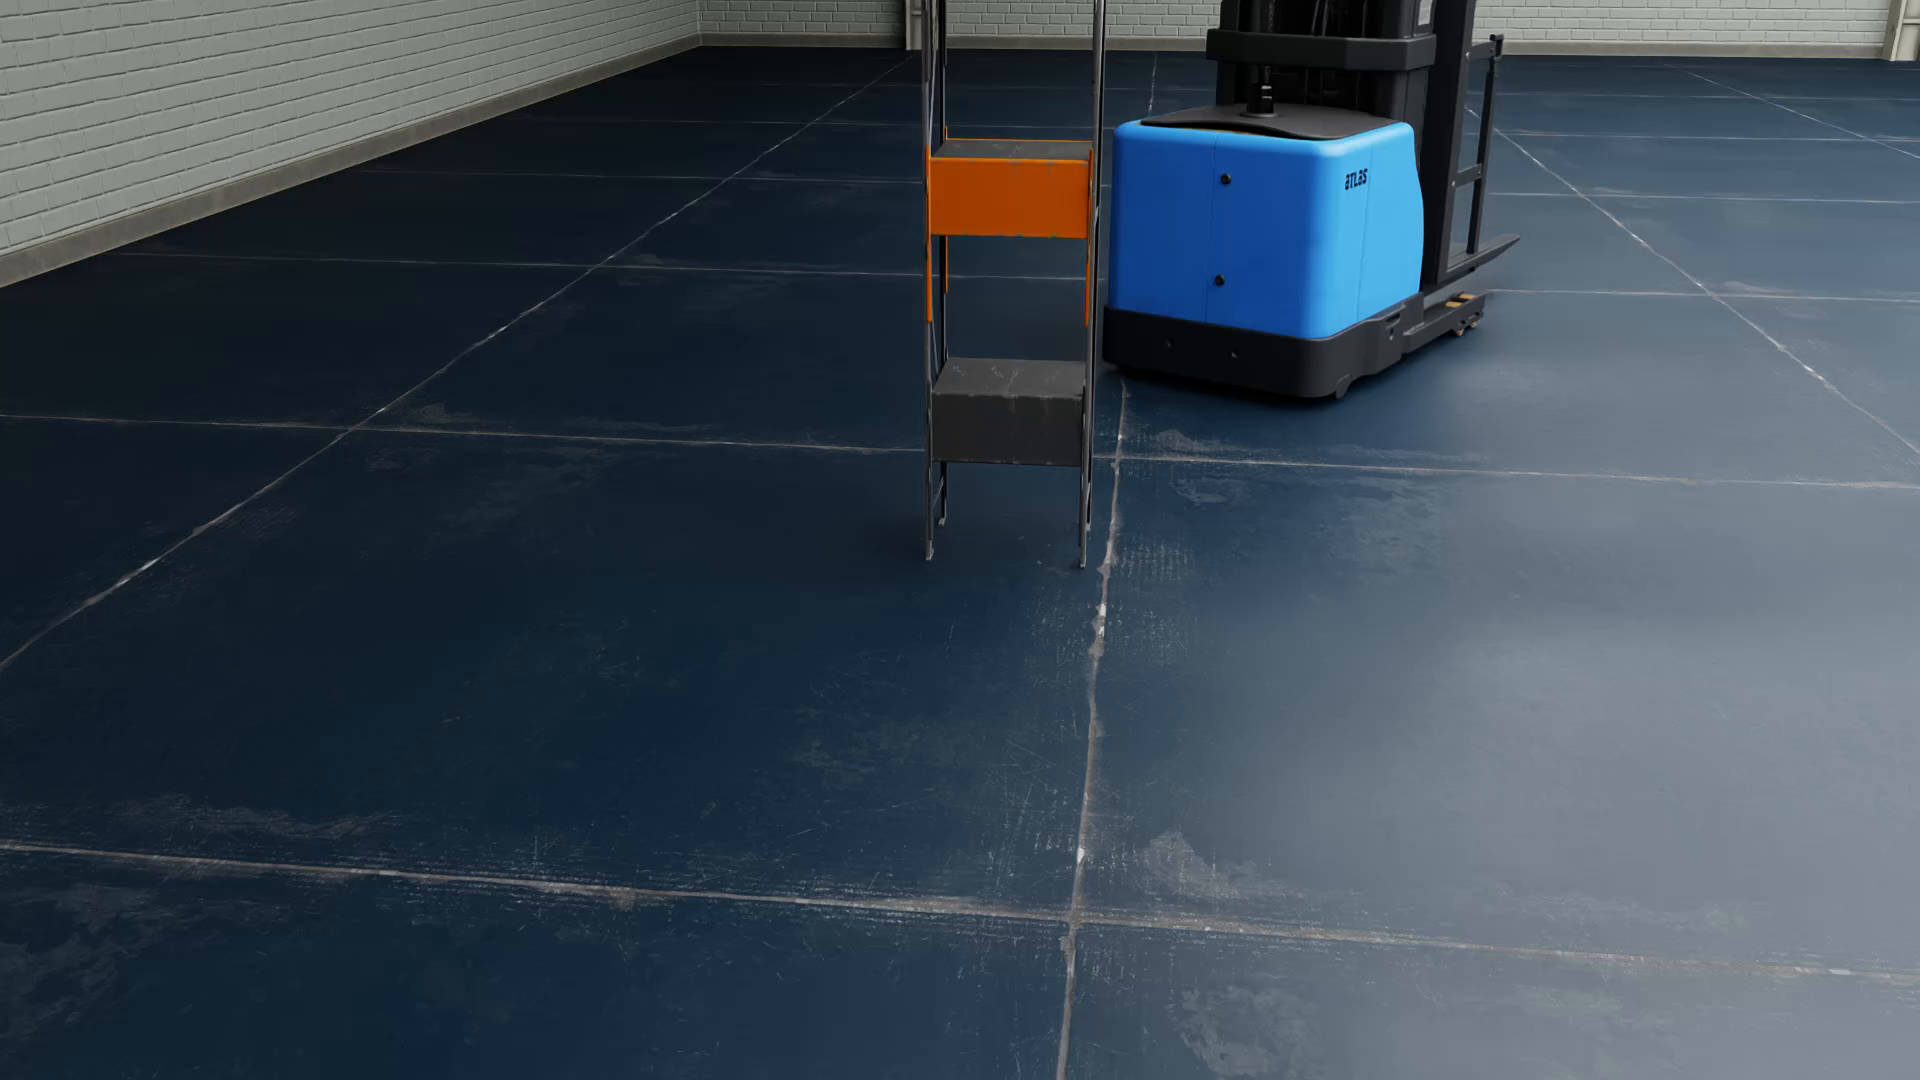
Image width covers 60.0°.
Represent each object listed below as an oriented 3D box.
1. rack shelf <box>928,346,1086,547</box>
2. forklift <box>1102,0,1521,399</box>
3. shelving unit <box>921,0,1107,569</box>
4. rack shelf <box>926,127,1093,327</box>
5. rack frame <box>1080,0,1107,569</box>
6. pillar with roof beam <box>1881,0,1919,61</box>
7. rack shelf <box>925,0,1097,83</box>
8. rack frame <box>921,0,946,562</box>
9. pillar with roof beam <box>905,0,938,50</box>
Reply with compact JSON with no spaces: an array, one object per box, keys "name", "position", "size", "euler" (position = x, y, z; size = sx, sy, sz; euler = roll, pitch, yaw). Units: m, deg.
[{"name":"rack shelf","position":[0.164,-0.306,5.298],"size":[0.480,0.518,0.431],"euler":[2,22,6]},{"name":"forklift","position":[1.881,-2.418,7.569],"size":[1.130,2.935,3.031],"euler":[15,26,33]},{"name":"shelving unit","position":[0.164,-0.969,5.036],"size":[0.503,2.100,0.431],"euler":[2,22,6]},{"name":"rack shelf","position":[0.164,-0.957,5.041],"size":[0.480,0.518,0.431],"euler":[2,22,6]},{"name":"rack frame","position":[0.407,-0.959,5.009],"size":[0.015,2.100,0.400],"euler":[2,22,6]},{"name":"pillar with roof beam","position":[10.927,-8.440,14.550],"size":[0.400,9.000,9.100],"euler":[2,22,6]},{"name":"rack shelf","position":[0.164,-1.608,4.783],"size":[0.480,0.518,0.431],"euler":[2,22,6]},{"name":"rack frame","position":[-0.078,-0.980,5.062],"size":[0.015,2.100,0.400],"euler":[2,22,6]},{"name":"pillar with roof beam","position":[-0.990,-8.960,15.863],"size":[0.400,9.000,9.100],"euler":[2,22,6]}]
